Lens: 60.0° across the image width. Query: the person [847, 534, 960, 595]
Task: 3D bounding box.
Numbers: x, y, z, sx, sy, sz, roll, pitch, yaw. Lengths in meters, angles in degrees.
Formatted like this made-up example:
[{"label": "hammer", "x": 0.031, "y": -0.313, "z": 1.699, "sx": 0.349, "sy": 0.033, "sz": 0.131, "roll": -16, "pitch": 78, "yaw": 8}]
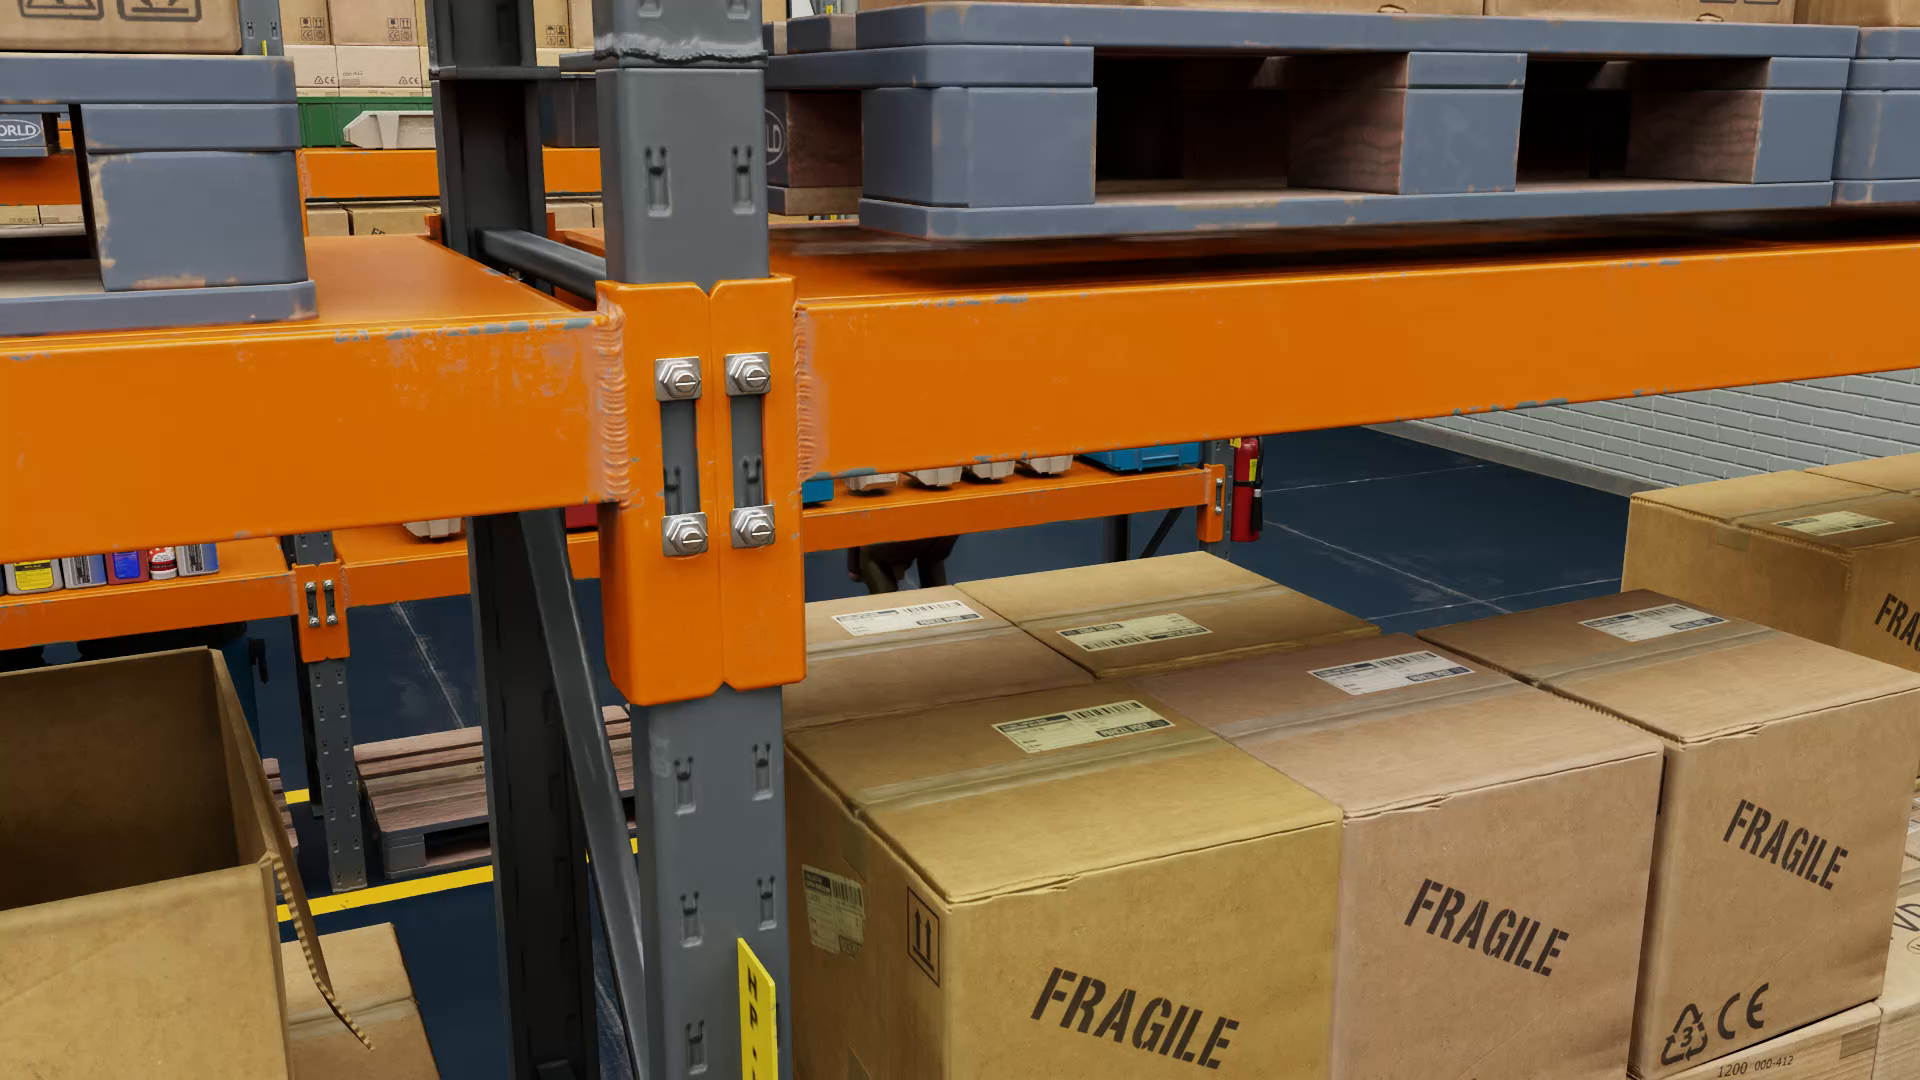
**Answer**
[{"label": "person", "x": -0.337, "y": 0.017, "z": 9.582, "sx": 0.594, "sy": 1.018, "sz": 0.939, "roll": -8, "pitch": 17, "yaw": -28}]
